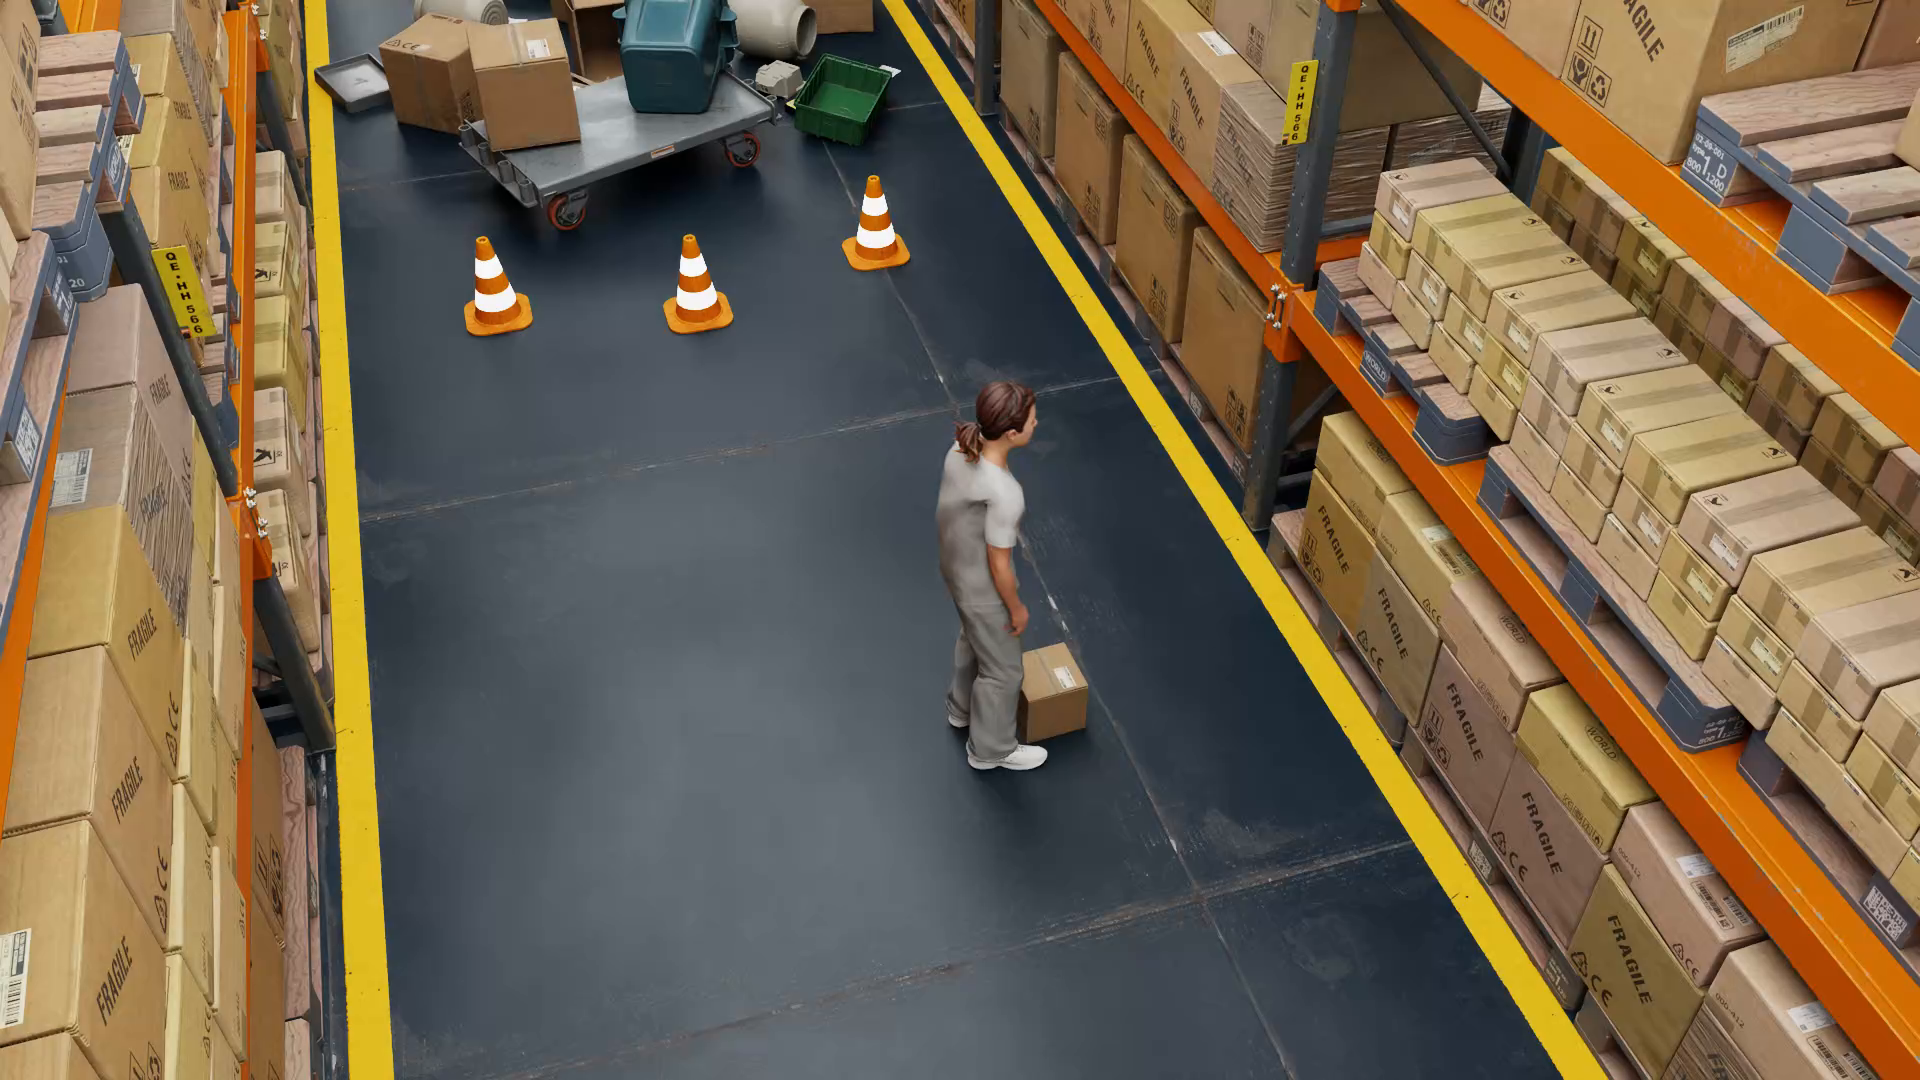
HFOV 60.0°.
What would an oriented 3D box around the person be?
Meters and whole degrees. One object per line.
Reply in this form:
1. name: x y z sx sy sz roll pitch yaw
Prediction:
1. person: 0.105 0.134 6.014 0.351 1.672 0.501 -13 44 -14
